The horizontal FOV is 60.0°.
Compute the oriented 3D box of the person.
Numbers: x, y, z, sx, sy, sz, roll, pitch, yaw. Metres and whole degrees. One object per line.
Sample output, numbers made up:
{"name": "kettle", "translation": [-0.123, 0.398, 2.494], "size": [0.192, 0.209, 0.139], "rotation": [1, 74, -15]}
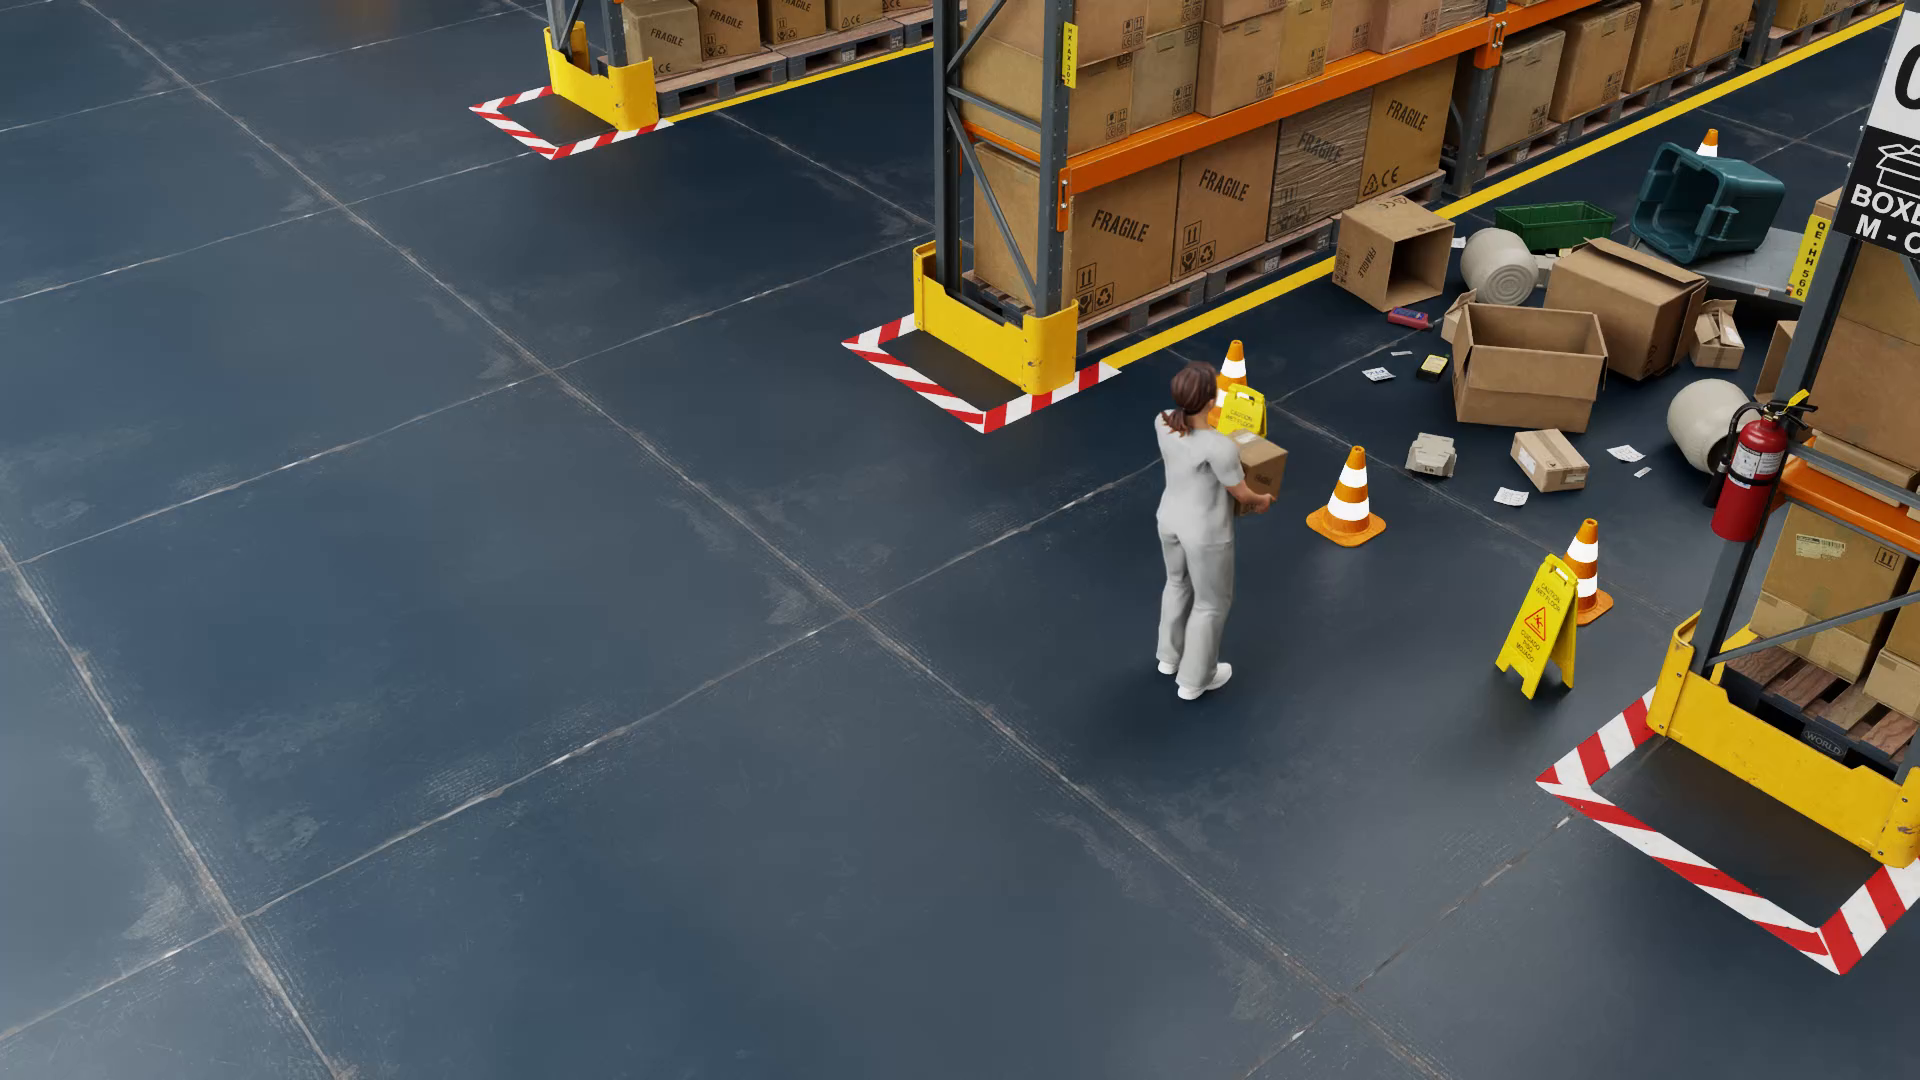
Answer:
{"name": "person", "translation": [1.057, -0.073, 7.185], "size": [0.550, 1.664, 0.441], "rotation": [-26, 44, -31]}
